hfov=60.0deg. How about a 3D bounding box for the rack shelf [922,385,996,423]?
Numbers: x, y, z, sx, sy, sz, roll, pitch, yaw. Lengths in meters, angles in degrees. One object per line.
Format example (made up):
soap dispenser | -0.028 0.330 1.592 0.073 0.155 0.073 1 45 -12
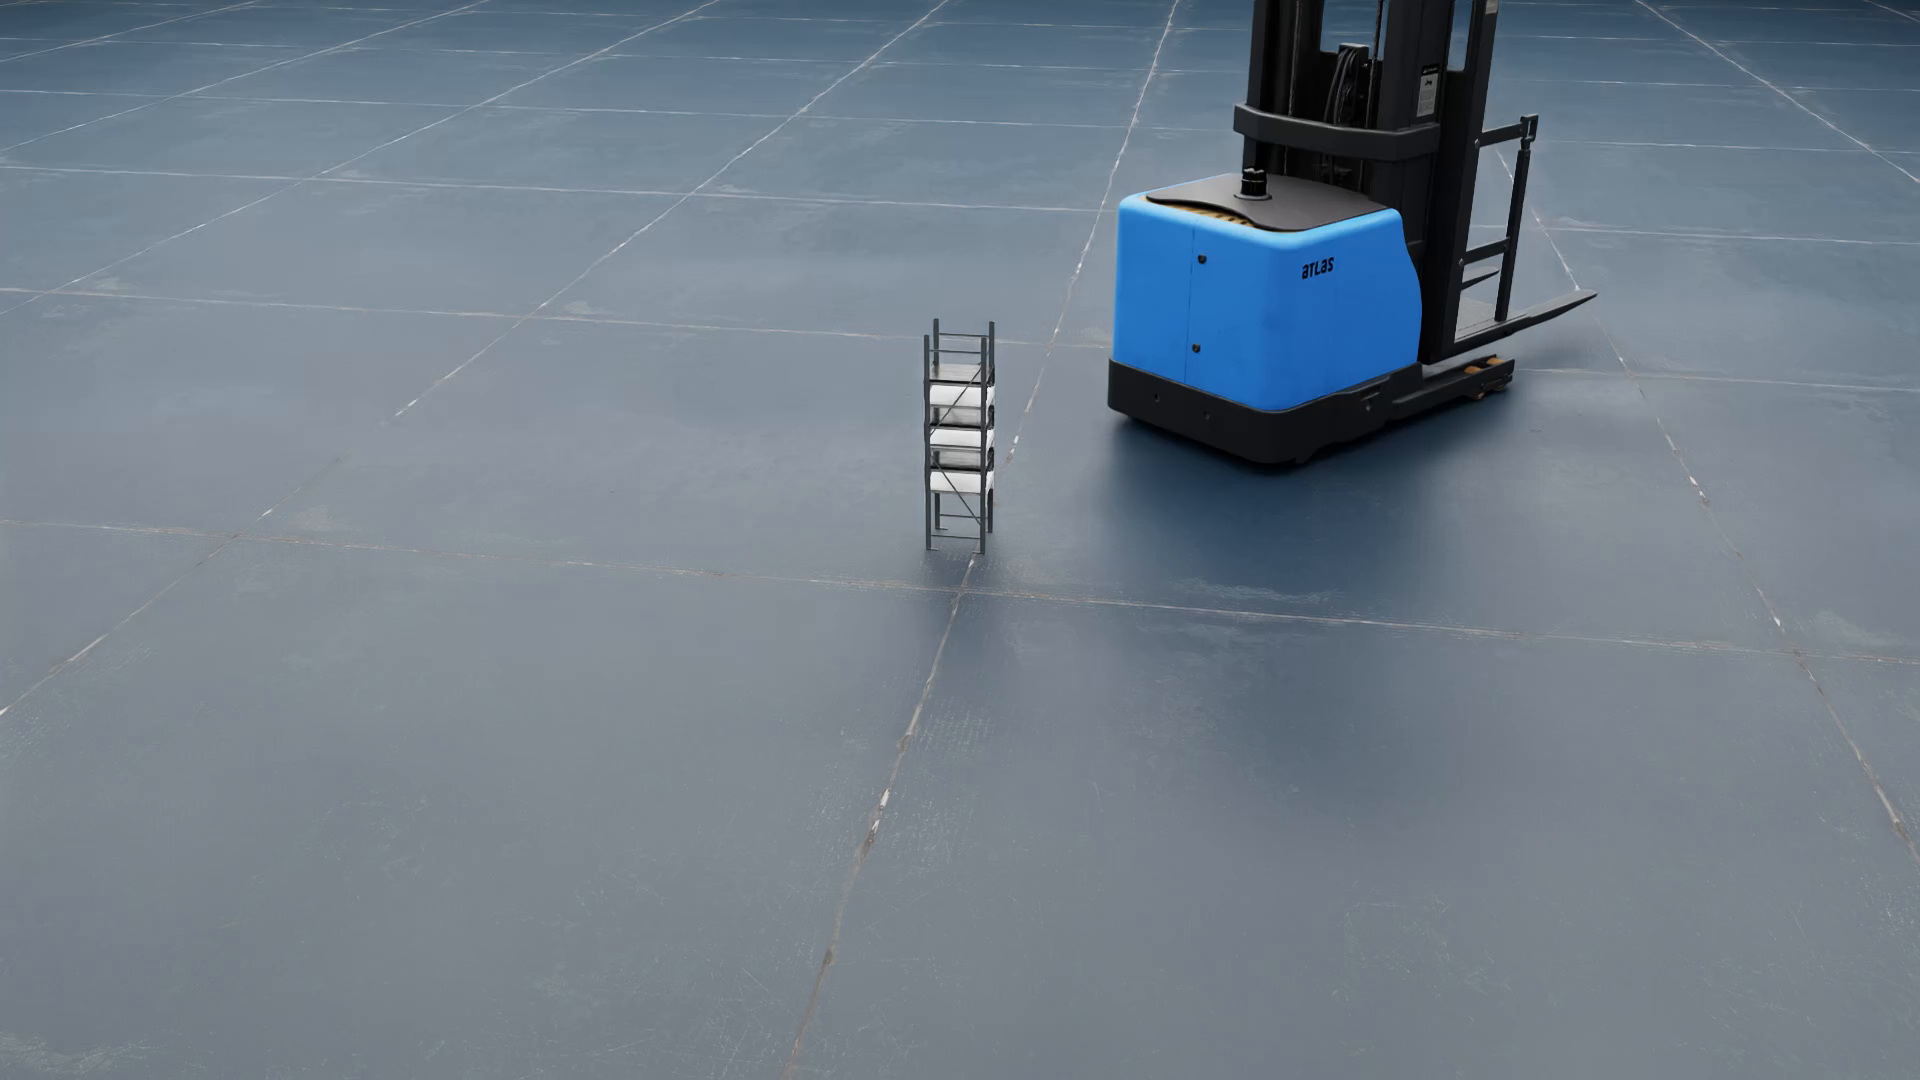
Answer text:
rack shelf | -0.001 -0.537 6.490 0.258 0.077 0.200 4 25 9

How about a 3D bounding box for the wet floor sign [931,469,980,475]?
wet floor sign | -6.032 0.481 4.962 8.976 0.644 9.326 13 28 26

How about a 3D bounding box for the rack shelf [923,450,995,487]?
rack shelf | -0.001 -0.292 6.604 0.258 0.077 0.200 4 25 9

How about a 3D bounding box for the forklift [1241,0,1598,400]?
forklift | 2.183 -2.152 7.965 2.937 2.867 1.118 -20 32 -37

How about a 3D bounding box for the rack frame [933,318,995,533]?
rack frame | 0.015 -0.447 6.643 0.240 0.900 0.006 4 25 9

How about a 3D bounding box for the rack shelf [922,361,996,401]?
rack shelf | -0.001 -0.619 6.452 0.258 0.077 0.200 4 25 9

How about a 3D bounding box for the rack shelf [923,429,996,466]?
rack shelf | -0.001 -0.374 6.566 0.258 0.077 0.200 4 25 9

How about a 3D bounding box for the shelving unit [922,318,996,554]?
shelving unit | -0.001 -0.404 6.552 0.258 0.900 0.210 4 25 9

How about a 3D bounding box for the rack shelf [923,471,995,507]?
rack shelf | -0.001 -0.211 6.642 0.258 0.077 0.200 4 25 9

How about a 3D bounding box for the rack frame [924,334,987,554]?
rack frame | -0.018 -0.362 6.461 0.240 0.900 0.006 4 25 9

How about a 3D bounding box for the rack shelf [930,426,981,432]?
rack shelf | -0.001 -0.469 6.522 0.199 0.015 0.184 4 25 9
